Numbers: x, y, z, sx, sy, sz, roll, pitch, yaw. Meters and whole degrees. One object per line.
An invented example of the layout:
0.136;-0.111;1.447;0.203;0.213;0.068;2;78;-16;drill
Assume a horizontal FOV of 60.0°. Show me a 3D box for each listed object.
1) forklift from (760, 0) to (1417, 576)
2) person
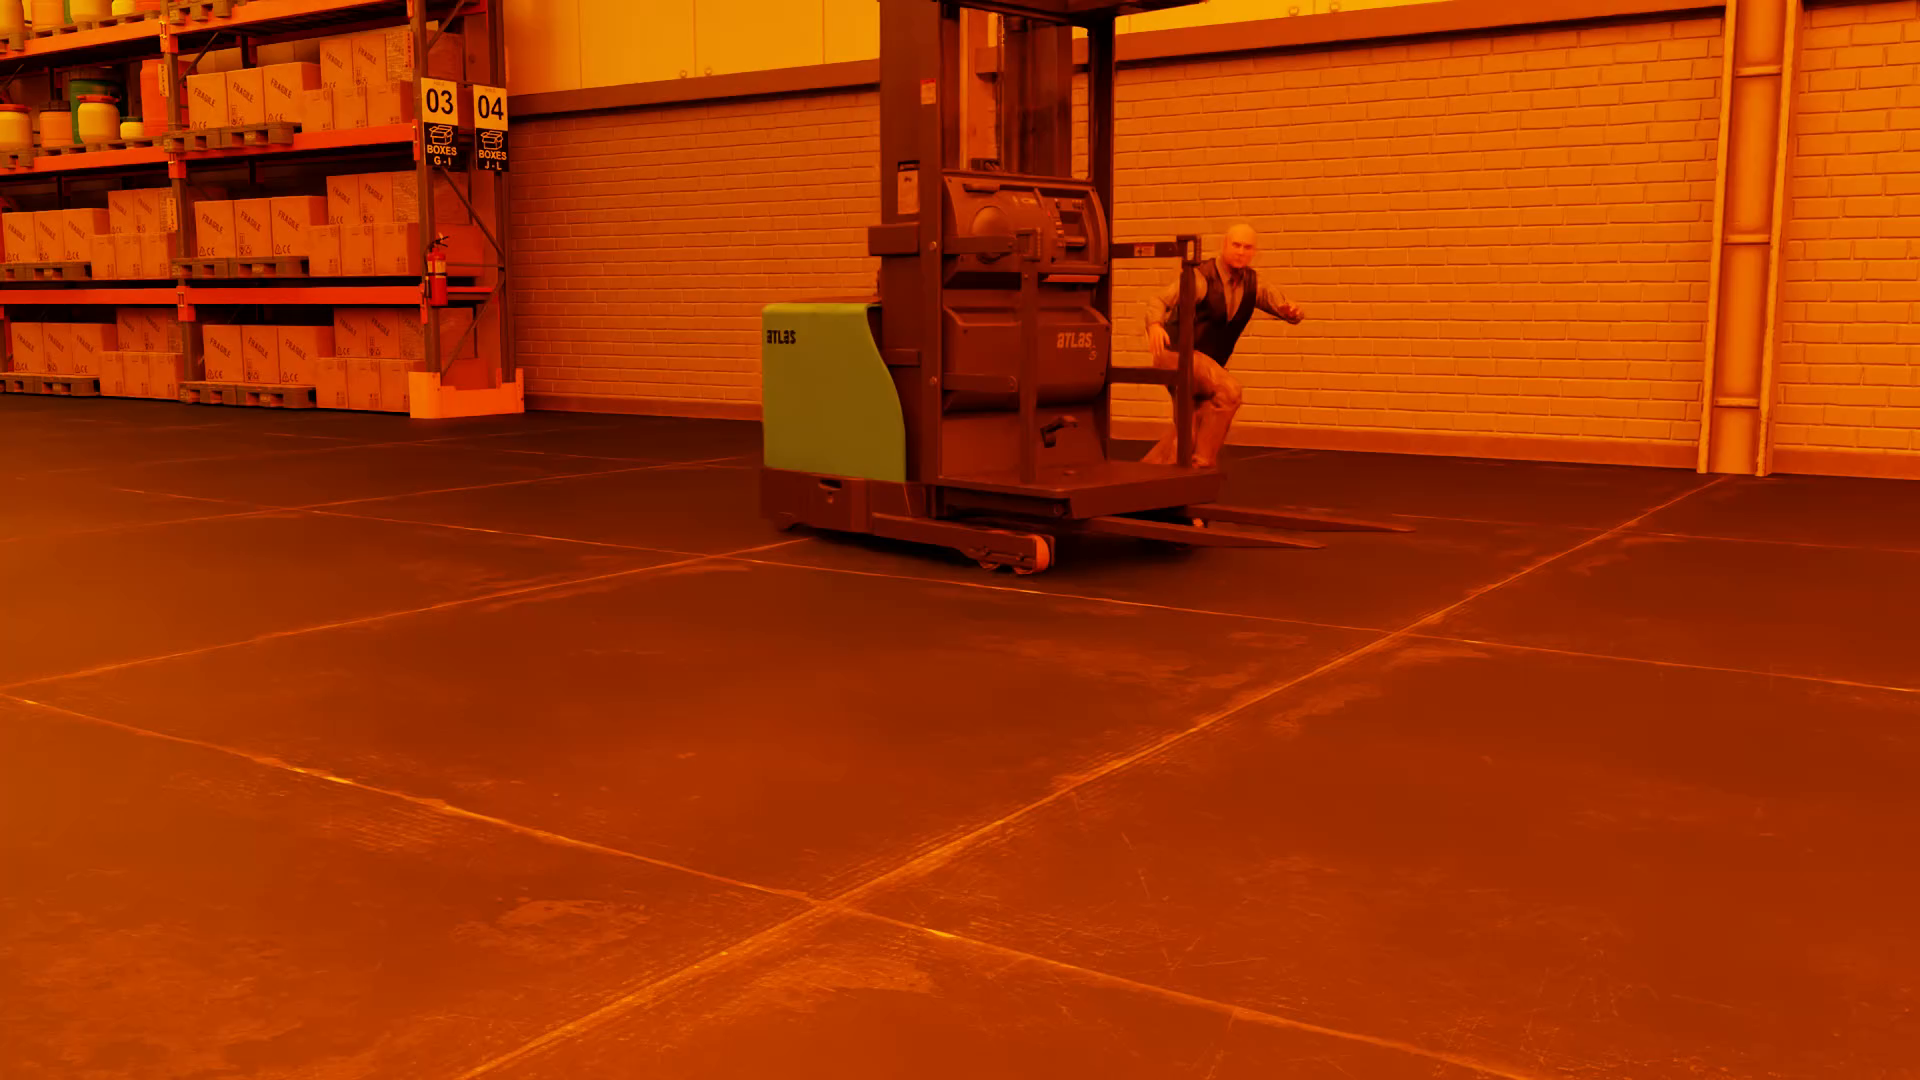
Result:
0.440;-1.390;6.968;1.130;2.935;3.031;-8;11;-43;forklift
1.335;-0.914;8.781;0.960;1.492;0.876;-7;11;-42;person
